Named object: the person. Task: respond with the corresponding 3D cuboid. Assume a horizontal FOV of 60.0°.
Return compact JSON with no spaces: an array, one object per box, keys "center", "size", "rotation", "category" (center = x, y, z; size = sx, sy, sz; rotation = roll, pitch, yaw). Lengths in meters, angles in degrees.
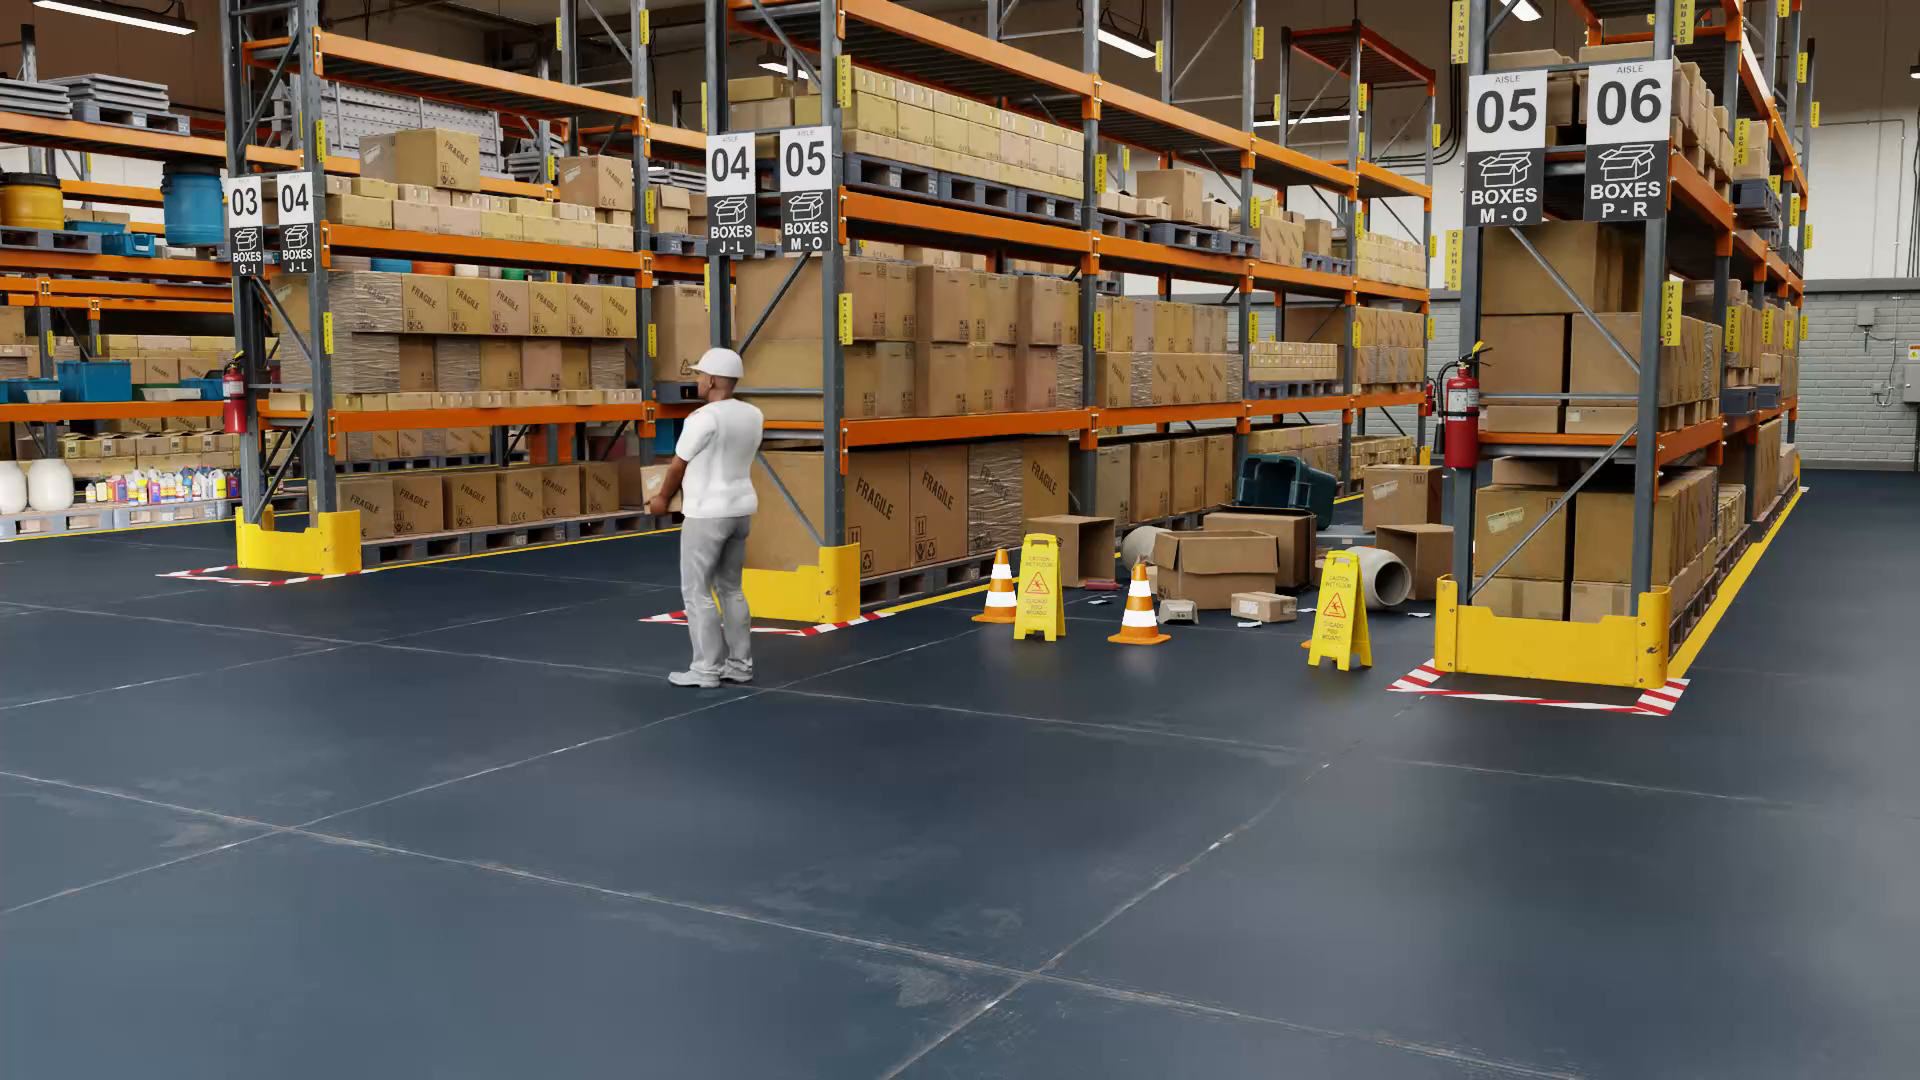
[{"center":[-1.356,-0.121,8.713],"size":[0.581,1.761,0.504],"rotation":[3,7,30],"category":"person"}]
